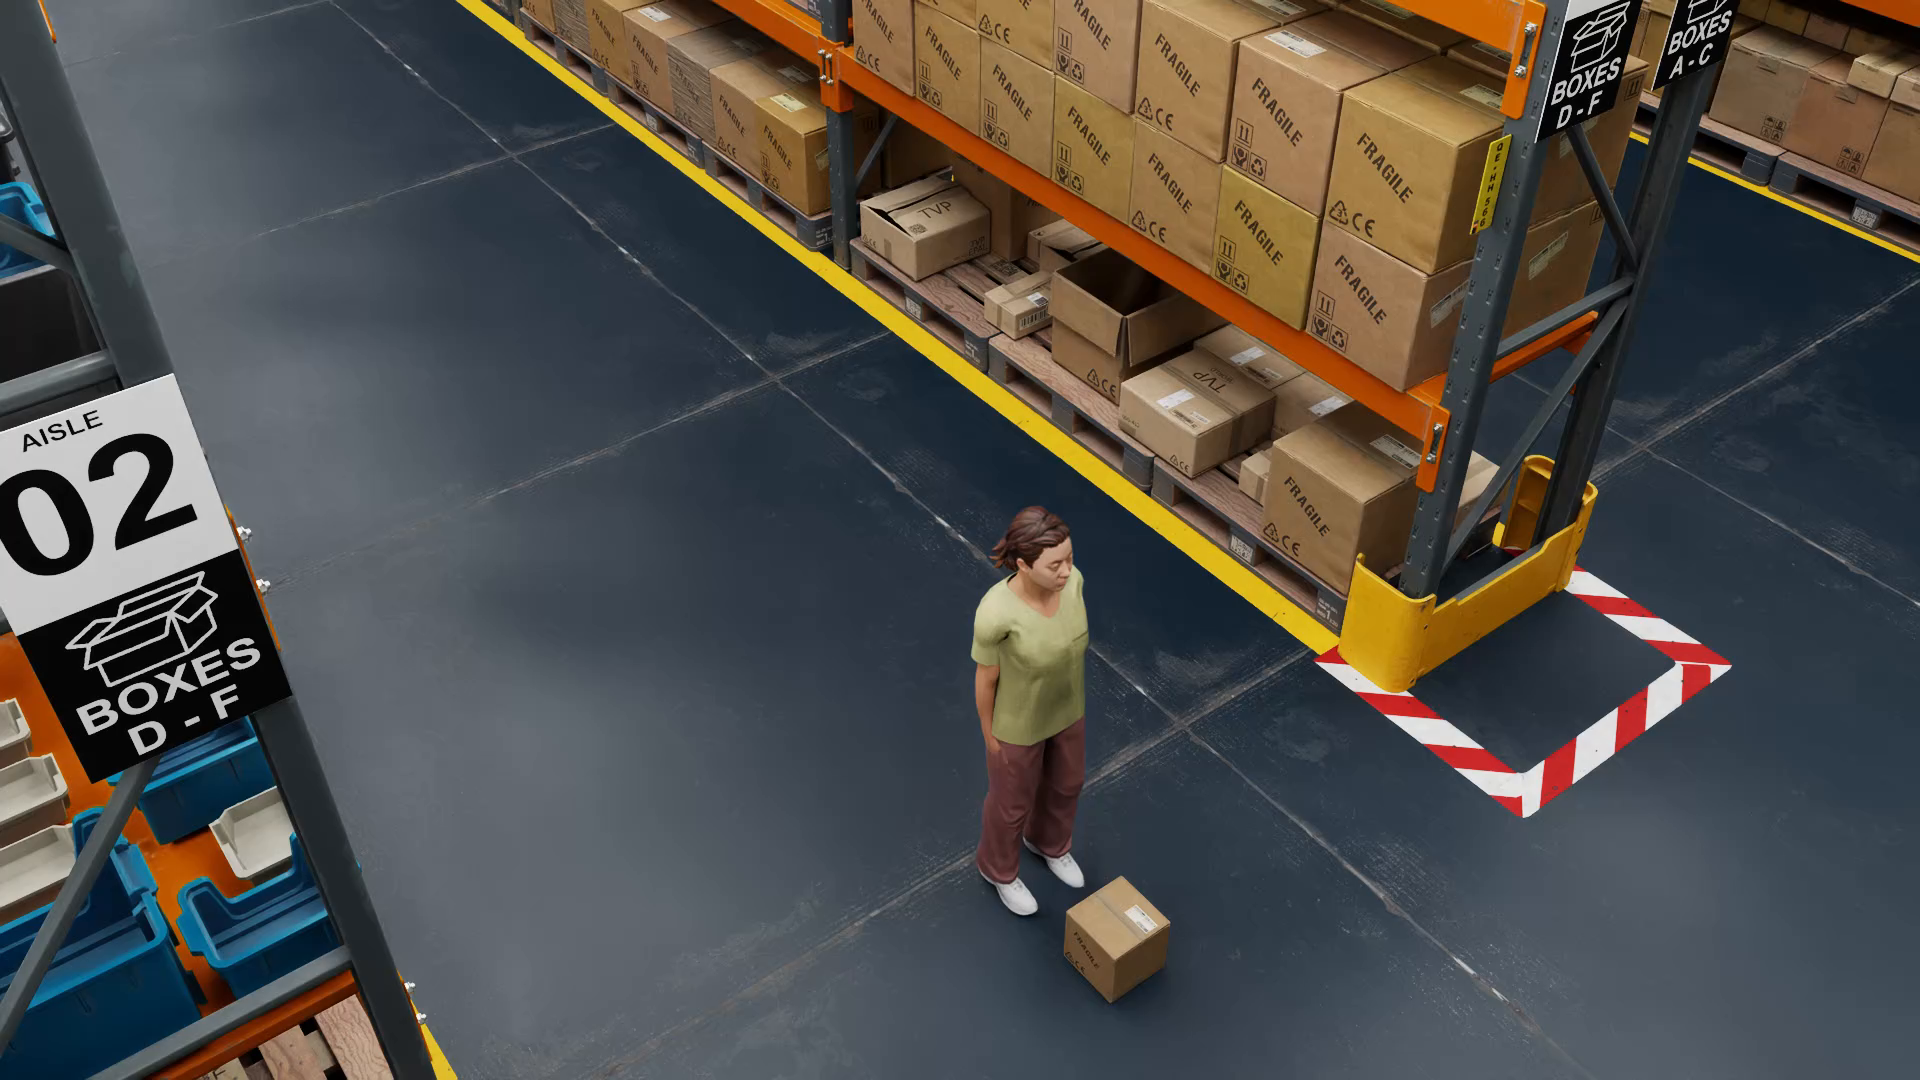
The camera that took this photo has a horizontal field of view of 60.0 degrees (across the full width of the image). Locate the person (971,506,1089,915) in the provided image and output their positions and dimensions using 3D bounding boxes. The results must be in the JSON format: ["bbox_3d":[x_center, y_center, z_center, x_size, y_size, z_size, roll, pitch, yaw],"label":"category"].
[{"bbox_3d":[0.242,0.578,5.503,0.441,1.694,0.357,-26,47,-27],"label":"person"}]
